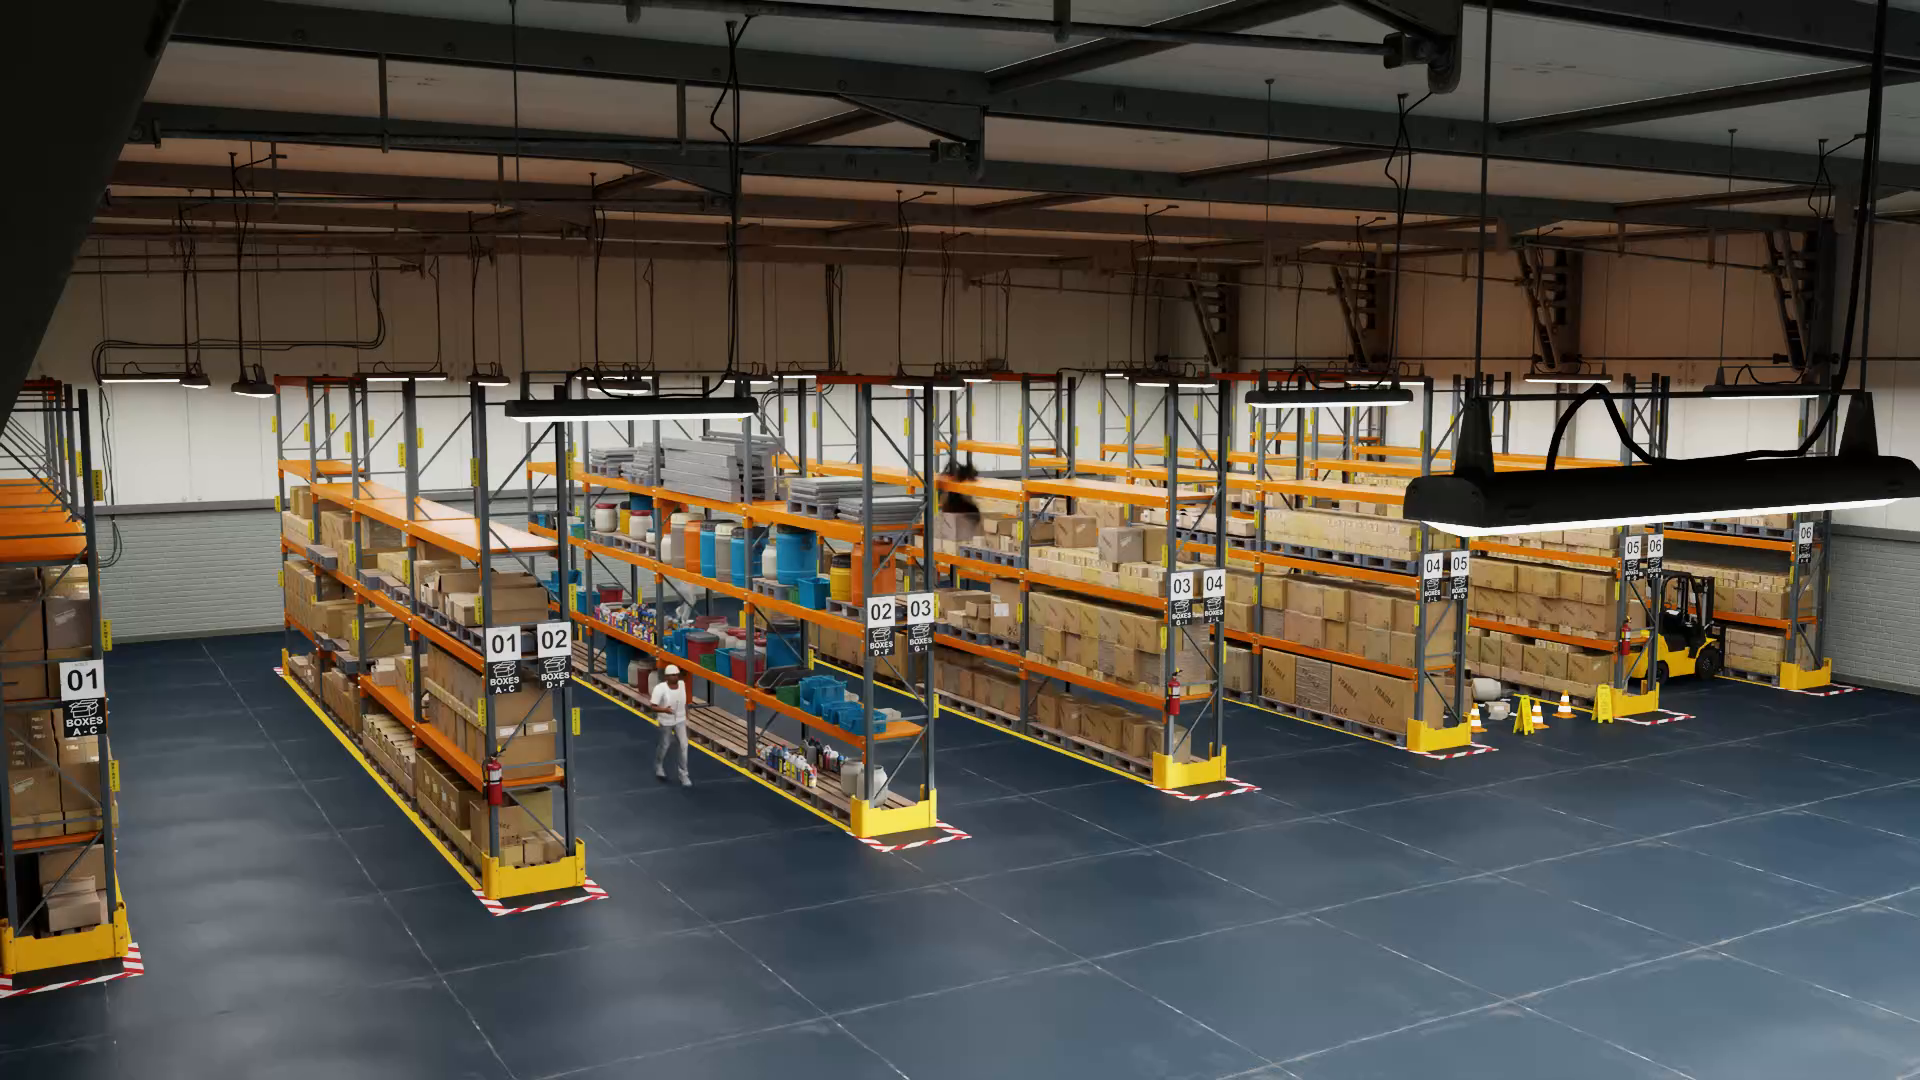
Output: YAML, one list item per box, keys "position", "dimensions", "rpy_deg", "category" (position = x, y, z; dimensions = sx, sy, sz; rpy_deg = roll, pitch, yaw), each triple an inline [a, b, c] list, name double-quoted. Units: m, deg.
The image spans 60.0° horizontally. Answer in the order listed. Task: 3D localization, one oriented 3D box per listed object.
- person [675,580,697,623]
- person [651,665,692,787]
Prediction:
- position: [-6.537, 1.173, 39.750]
  dimensions: [0.577, 1.622, 0.560]
  rpy_deg: [-1, 6, -10]
  category: "person"
- position: [-4.327, 2.733, 24.805]
  dimensions: [0.640, 1.796, 0.890]
  rpy_deg: [-4, 7, -31]
  category: "person"
